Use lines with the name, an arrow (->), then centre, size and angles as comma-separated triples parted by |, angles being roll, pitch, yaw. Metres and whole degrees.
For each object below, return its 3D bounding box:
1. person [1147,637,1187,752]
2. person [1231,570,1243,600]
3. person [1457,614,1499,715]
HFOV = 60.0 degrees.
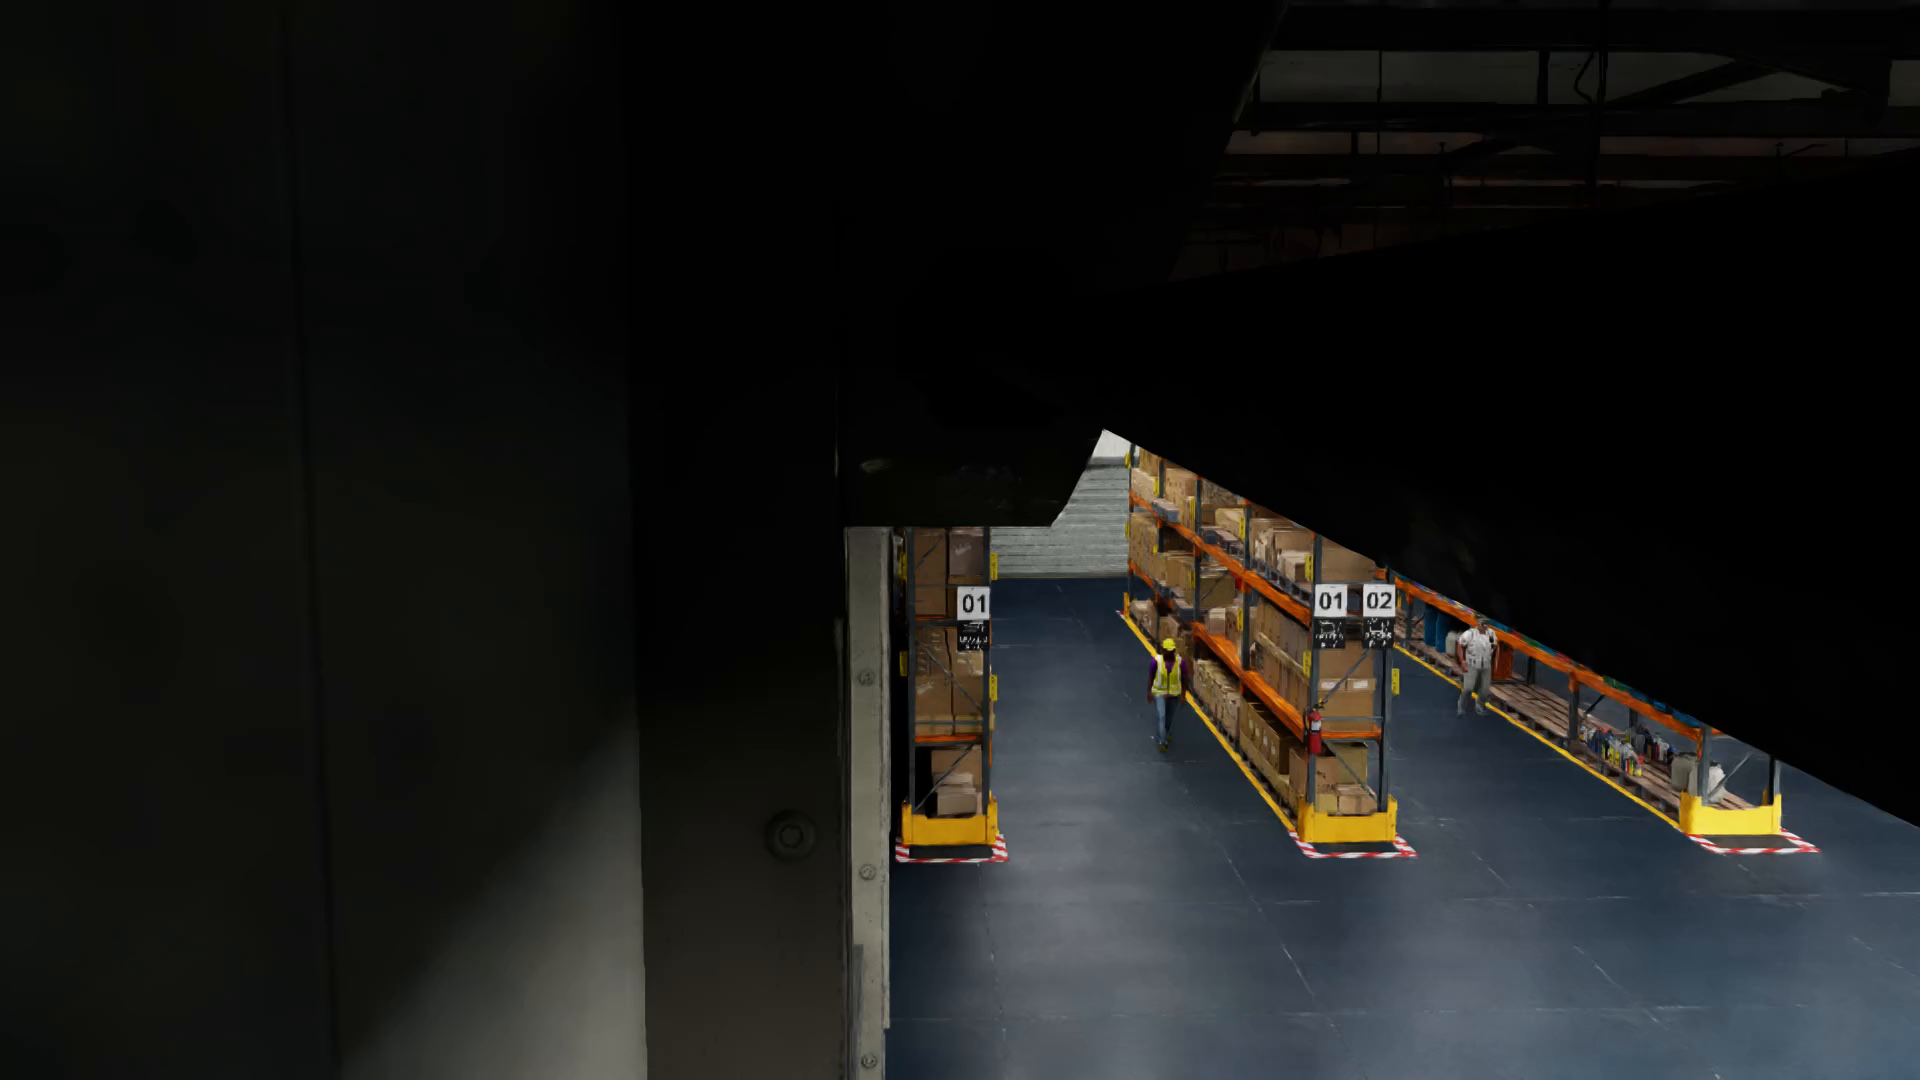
person -> 3.132, 2.277, 24.978 | 0.575, 1.662, 1.128 | -1, 7, -4
person -> 5.720, 1.070, 34.612 | 0.542, 1.645, 1.126 | 0, 7, 0
person -> 8.446, 2.018, 27.130 | 0.682, 1.715, 0.542 | 0, 7, -3
